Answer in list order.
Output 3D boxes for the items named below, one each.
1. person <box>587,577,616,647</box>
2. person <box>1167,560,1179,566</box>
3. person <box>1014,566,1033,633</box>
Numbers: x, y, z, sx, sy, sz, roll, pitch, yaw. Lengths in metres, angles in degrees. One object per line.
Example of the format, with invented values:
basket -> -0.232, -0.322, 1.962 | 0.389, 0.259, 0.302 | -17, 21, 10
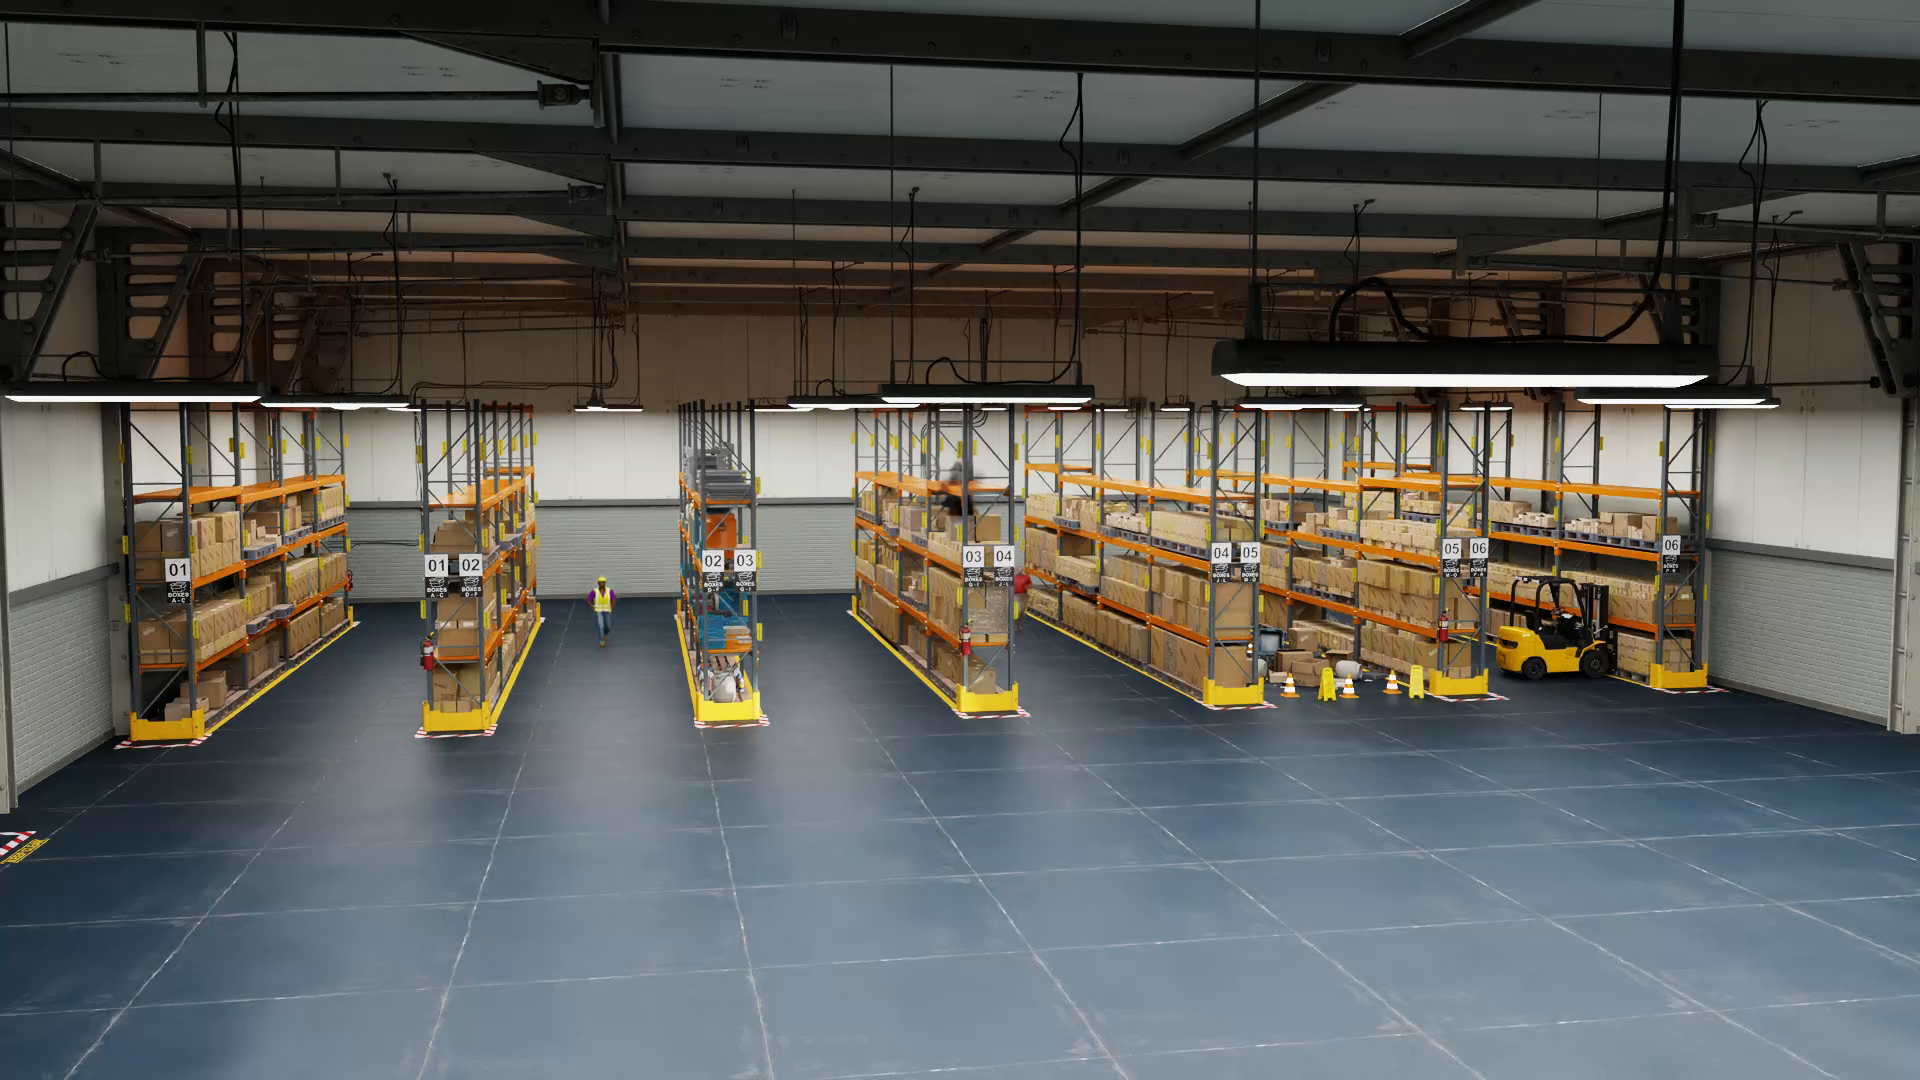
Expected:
person -> -8.840, 1.767, 41.062 | 0.699, 1.719, 0.625 | -2, 5, -21
person -> 6.505, 1.028, 50.904 | 0.644, 1.729, 0.687 | 1, 4, 11
person -> 1.602, 1.580, 43.885 | 0.624, 1.804, 0.774 | -1, 4, -9
